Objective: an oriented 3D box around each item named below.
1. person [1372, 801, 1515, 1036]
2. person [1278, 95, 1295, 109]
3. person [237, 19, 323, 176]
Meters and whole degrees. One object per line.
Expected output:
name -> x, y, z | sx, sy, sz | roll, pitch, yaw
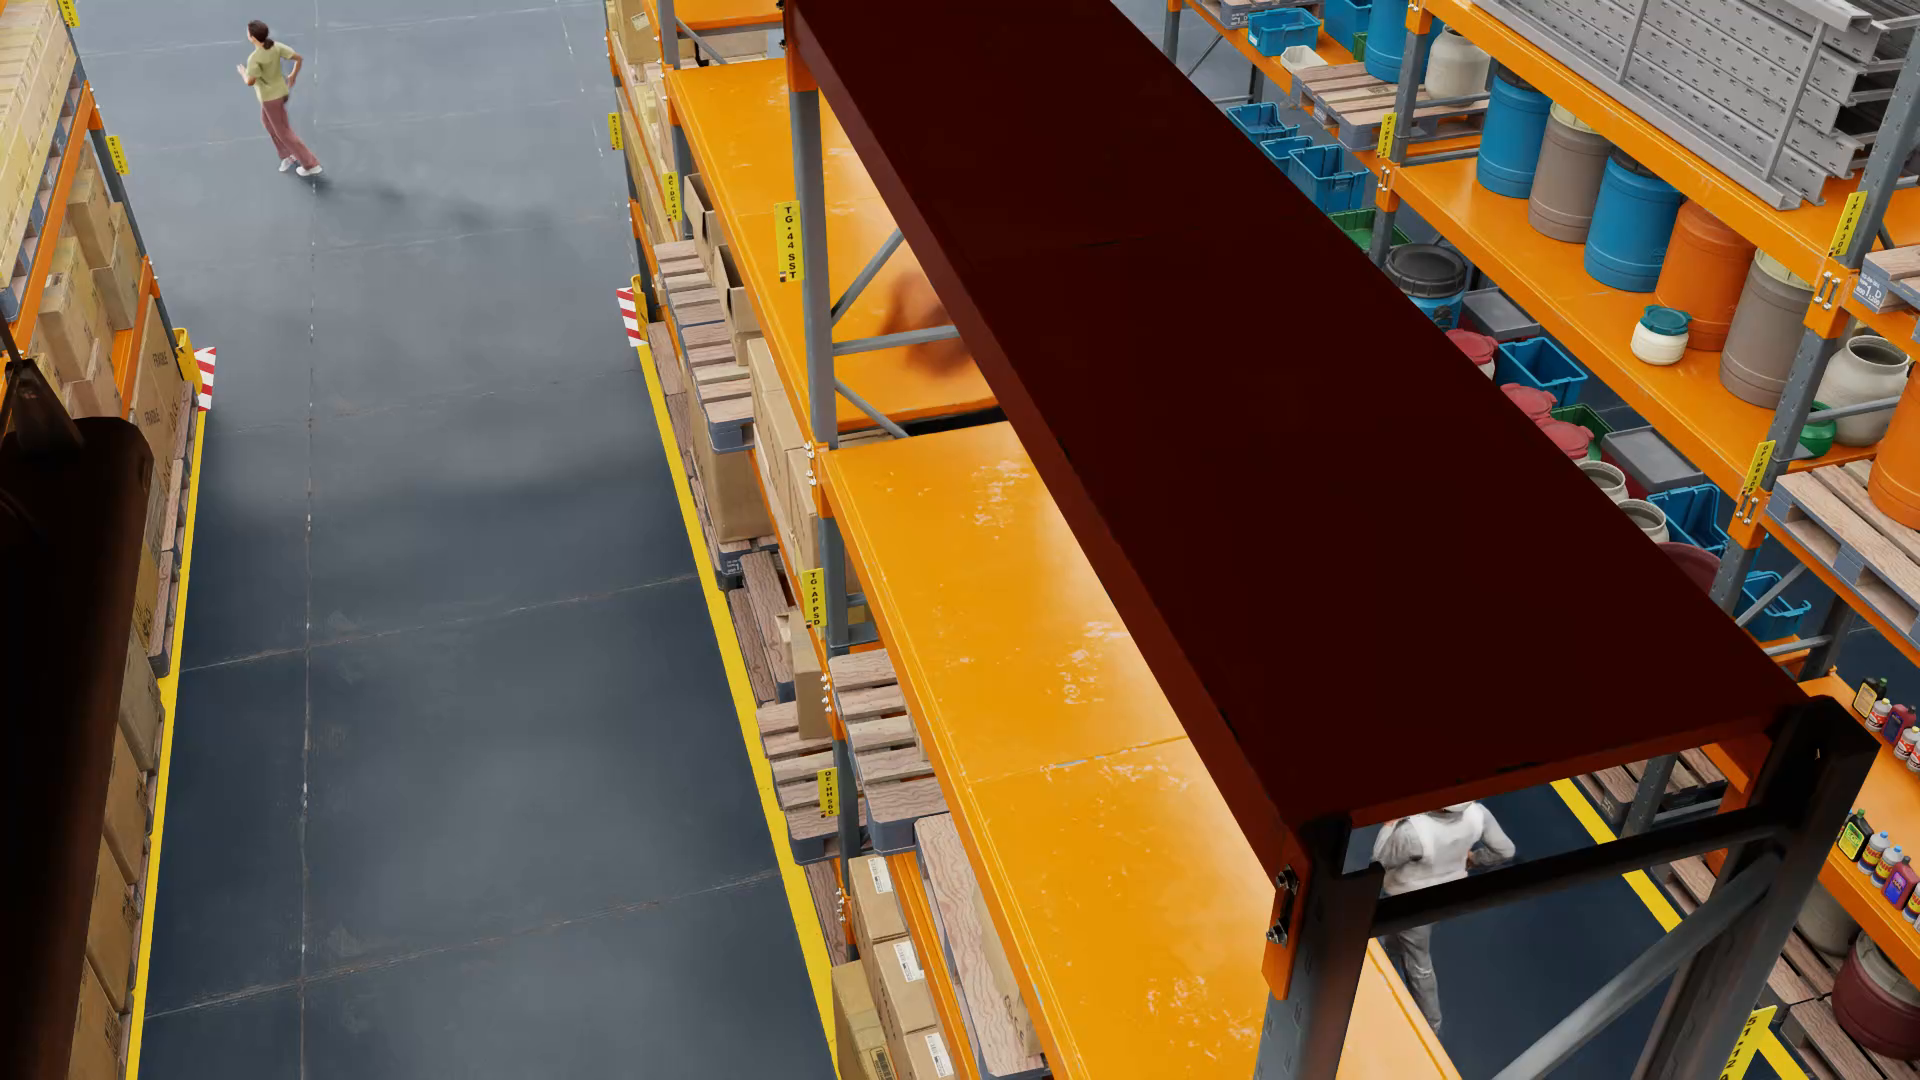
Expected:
person -> 2.392, 1.803, 8.638 | 0.636, 1.833, 0.793 | -19, 42, -22
person -> 4.066, -5.687, 18.565 | 0.841, 1.839, 0.678 | 7, 39, 9
person -> -7.072, -4.541, 17.216 | 0.724, 1.723, 0.548 | 9, 39, 11
